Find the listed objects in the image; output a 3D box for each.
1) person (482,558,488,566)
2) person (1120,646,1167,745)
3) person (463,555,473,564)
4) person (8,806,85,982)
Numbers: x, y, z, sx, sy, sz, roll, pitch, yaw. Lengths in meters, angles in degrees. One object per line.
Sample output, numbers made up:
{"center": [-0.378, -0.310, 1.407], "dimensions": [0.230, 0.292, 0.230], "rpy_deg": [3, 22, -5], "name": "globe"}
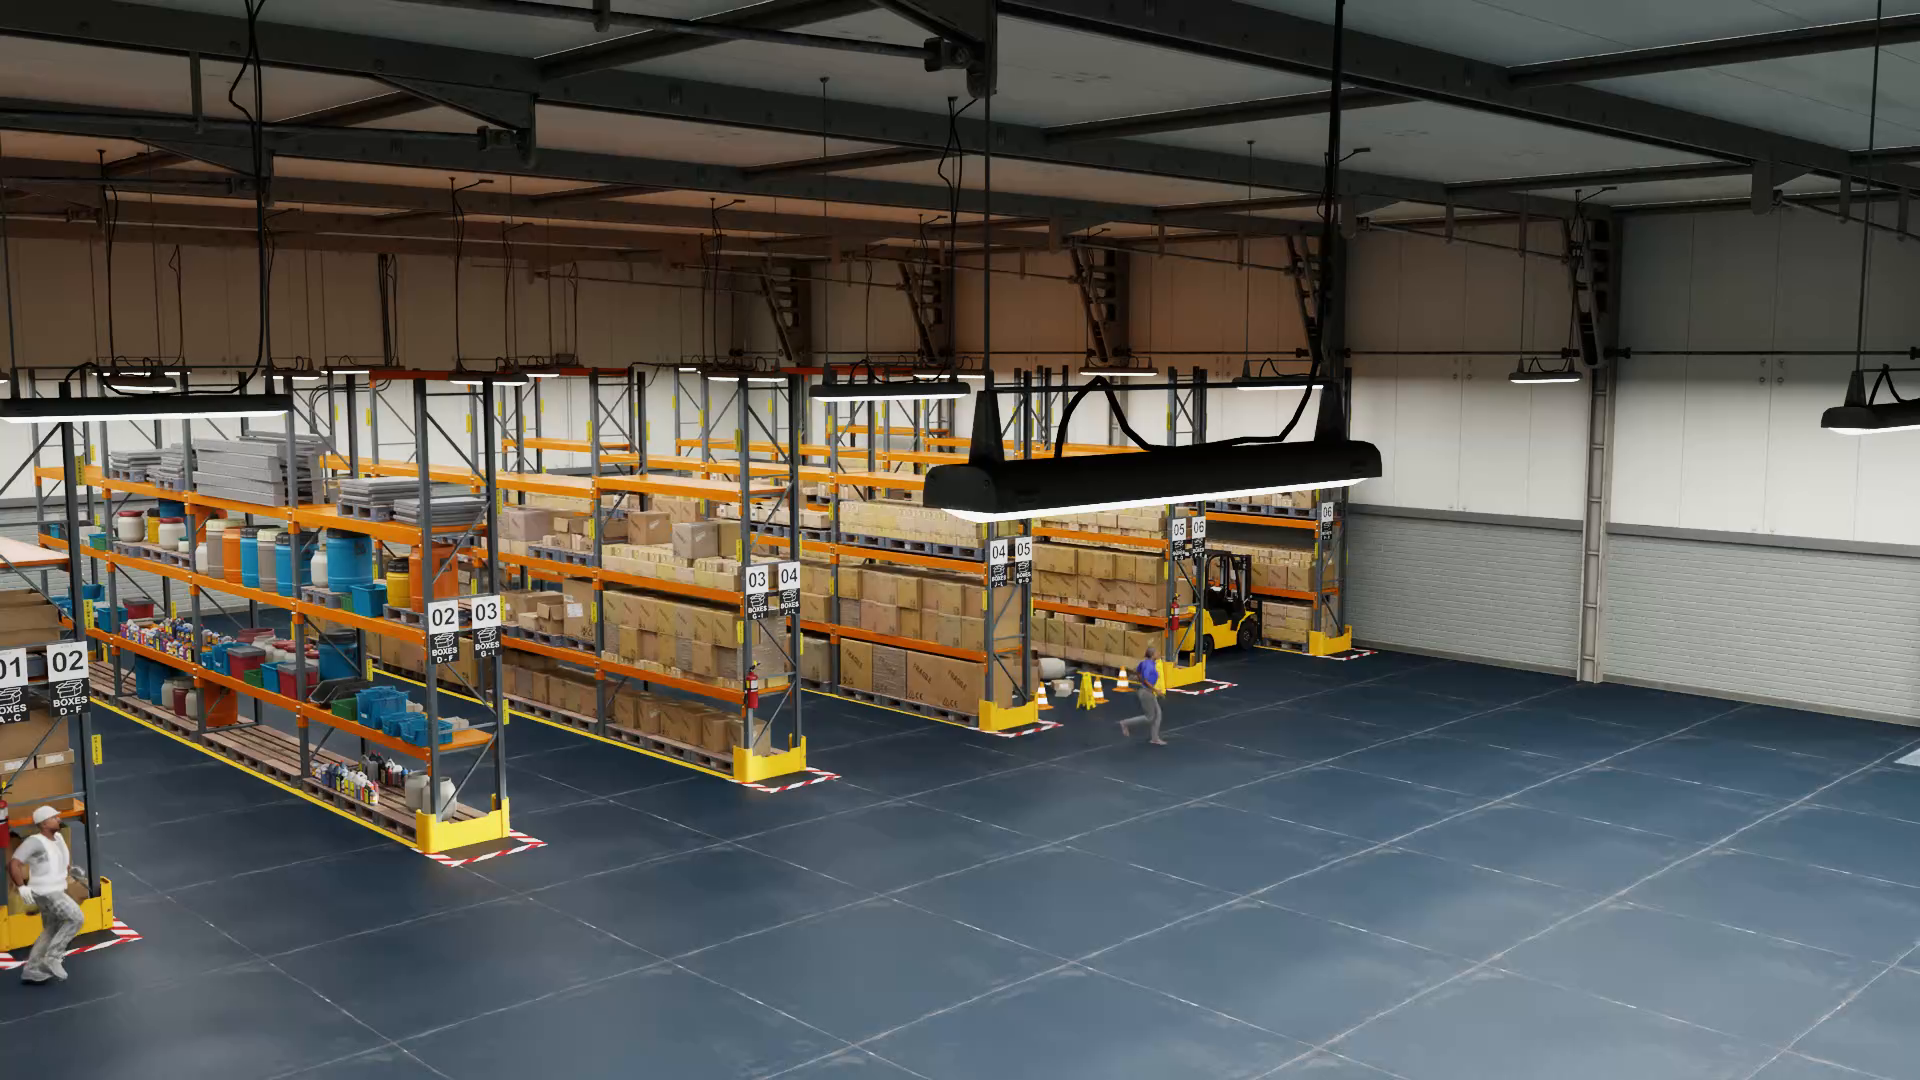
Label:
{"center": [-10.646, 1.230, 37.448], "dimensions": [0.667, 1.790, 0.833], "rpy_deg": [-5, 8, -35], "name": "person"}
{"center": [2.964, 2.520, 26.881], "dimensions": [0.775, 1.625, 0.592], "rpy_deg": [0, 6, -4], "name": "person"}
{"center": [-11.607, 1.073, 39.082], "dimensions": [0.715, 1.711, 0.535], "rpy_deg": [1, 7, 9], "name": "person"}
{"center": [-9.194, 3.559, 16.867], "dimensions": [0.619, 1.714, 0.725], "rpy_deg": [-1, 7, -11], "name": "person"}
